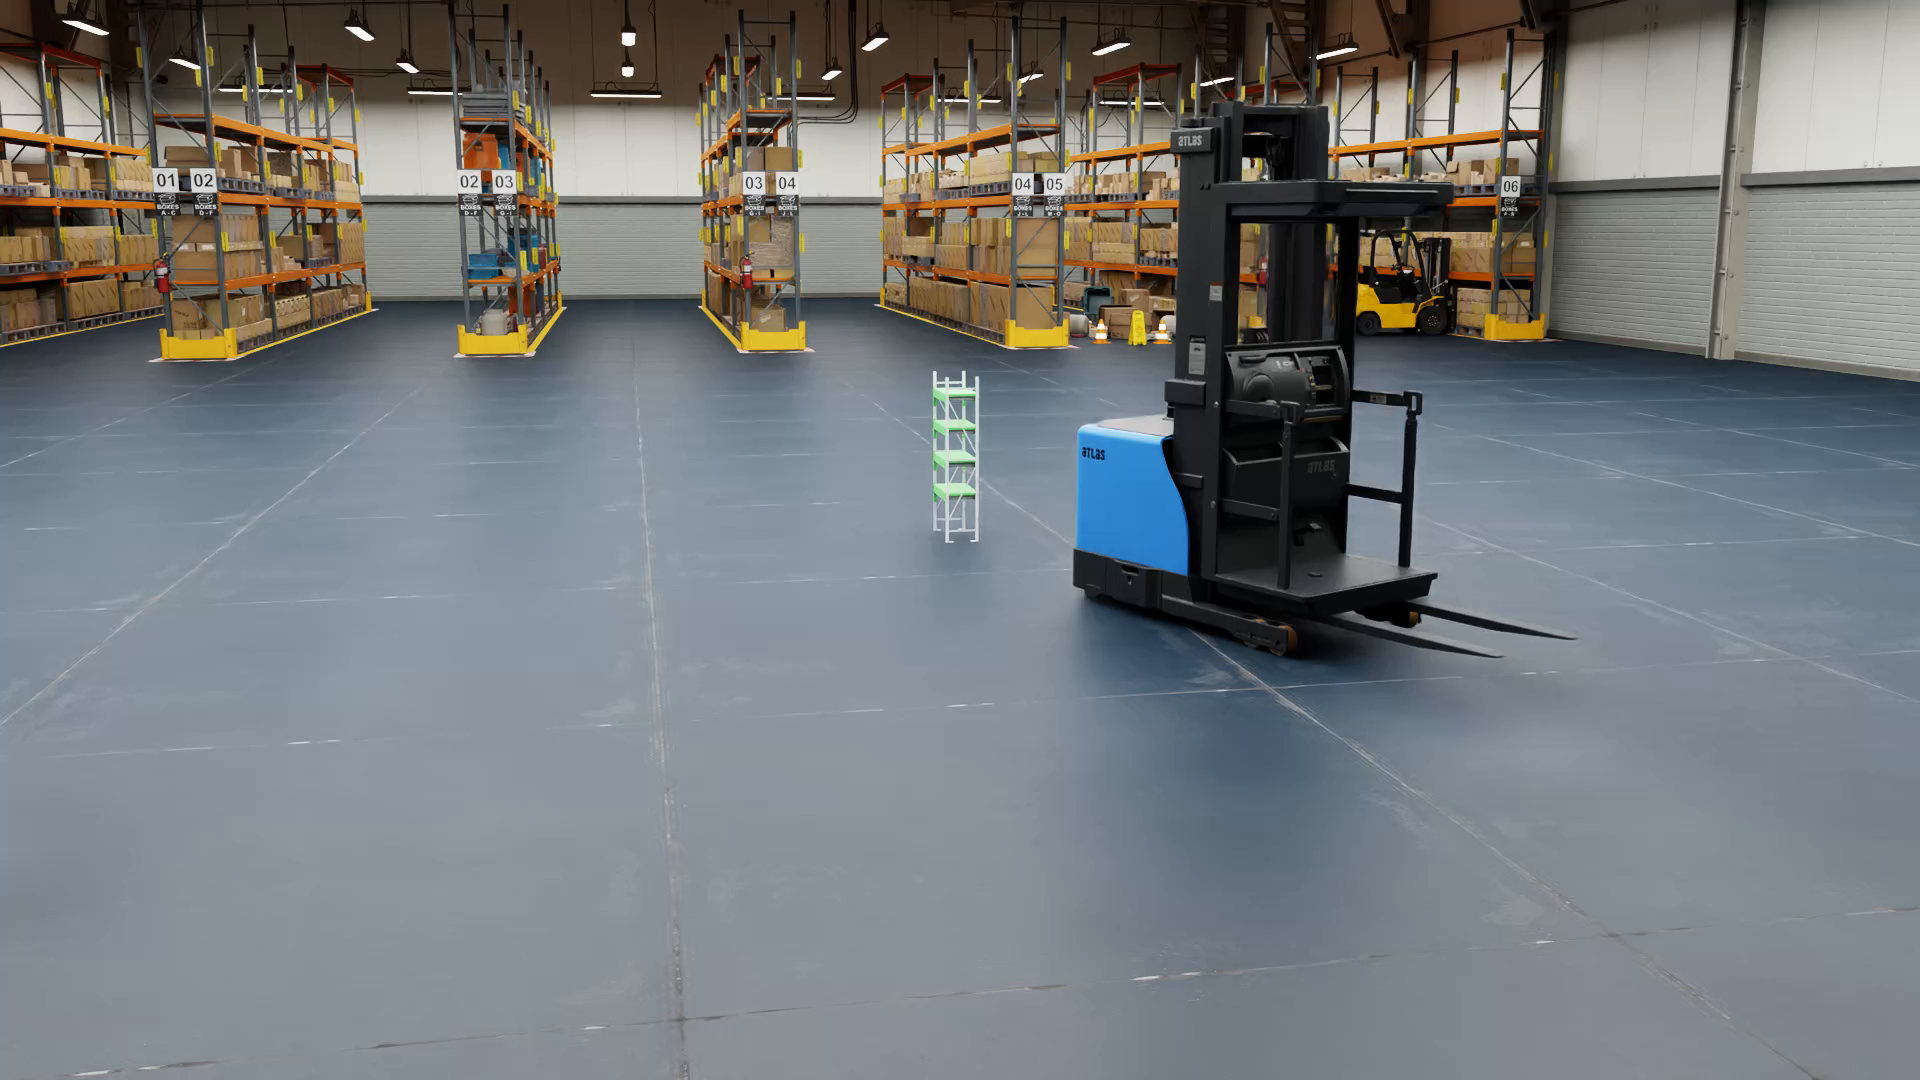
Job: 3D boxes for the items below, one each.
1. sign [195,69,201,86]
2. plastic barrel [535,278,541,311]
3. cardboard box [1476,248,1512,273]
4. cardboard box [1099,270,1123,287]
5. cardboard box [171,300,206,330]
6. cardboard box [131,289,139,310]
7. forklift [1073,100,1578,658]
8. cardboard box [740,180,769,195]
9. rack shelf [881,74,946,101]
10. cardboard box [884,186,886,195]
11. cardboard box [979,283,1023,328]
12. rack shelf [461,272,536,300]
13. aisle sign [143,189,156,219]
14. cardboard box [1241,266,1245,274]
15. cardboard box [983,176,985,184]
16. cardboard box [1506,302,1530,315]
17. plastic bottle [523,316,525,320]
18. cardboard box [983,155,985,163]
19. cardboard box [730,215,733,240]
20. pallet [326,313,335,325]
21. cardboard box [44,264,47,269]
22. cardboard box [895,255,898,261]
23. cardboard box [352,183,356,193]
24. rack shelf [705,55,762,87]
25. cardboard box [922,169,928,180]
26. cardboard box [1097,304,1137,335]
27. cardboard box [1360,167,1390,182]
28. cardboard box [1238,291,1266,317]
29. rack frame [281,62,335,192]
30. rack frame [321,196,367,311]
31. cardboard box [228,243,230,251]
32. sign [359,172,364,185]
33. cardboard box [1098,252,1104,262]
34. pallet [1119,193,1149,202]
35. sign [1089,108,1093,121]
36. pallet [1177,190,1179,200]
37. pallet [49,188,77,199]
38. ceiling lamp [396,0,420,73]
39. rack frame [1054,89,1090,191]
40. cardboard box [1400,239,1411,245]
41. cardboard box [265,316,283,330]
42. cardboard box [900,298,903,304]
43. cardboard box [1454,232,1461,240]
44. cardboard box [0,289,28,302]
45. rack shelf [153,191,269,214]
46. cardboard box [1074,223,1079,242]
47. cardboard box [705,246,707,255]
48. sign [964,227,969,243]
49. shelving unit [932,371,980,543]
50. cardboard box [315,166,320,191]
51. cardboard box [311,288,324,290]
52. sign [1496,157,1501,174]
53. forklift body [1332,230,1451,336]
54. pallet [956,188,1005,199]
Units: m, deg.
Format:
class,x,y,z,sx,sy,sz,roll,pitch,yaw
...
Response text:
class,x,y,z,sx,sy,sz,roll,pitch,yaw
sign,-14.460,-8.788,31.591,0.100,0.325,0.005,-2,11,-11
plastic barrel,-10.400,-5.957,39.960,0.600,0.901,0.708,-2,11,-11
cardboard box,10.802,-5.662,33.656,0.500,0.500,0.500,-2,11,-12
cardboard box,4.152,-6.604,43.430,0.875,0.875,0.875,-2,11,-9
cardboard box,-13.548,-3.943,29.115,0.500,0.500,0.500,-2,11,-11
cardboard box,-20.484,-5.863,40.540,0.700,0.500,0.500,-2,11,-12
forklift,1.974,-0.921,9.196,1.130,2.935,3.031,-8,13,-35
cardboard box,-3.777,-6.470,30.546,0.500,0.250,0.500,-2,11,-10
rack shelf,-1.272,-11.947,43.932,1.077,0.370,4.000,-2,11,-11
cardboard box,-1.829,-9.641,45.869,0.500,0.250,0.500,-2,11,-10
cardboard box,0.906,-4.766,33.773,0.875,0.875,0.875,-2,11,-11
rack shelf,-8.681,-4.824,31.444,1.077,0.370,4.000,-2,11,-11
aisle sign,-20.842,-8.686,42.858,0.394,0.787,0.004,-2,11,-11
cardboard box,5.817,-5.379,33.107,0.380,0.149,0.250,-2,11,-12
cardboard box,0.660,-7.179,33.153,0.380,0.149,0.250,-2,11,-11
cardboard box,11.267,-4.727,33.905,0.500,0.250,0.500,-2,11,-10
plastic bottle,-8.562,-4.257,32.449,0.144,0.351,0.185,-2,11,-11
cardboard box,0.659,-7.571,33.079,0.380,0.149,0.250,-2,11,-11
cardboard box,-4.374,-6.319,33.638,0.500,0.500,0.500,-2,11,-11
pallet,-15.050,-5.090,38.376,1.003,0.211,1.213,-2,11,-11
cardboard box,-19.403,-5.873,35.649,0.380,0.149,0.250,-2,11,-12
cardboard box,-1.543,-7.558,44.556,0.380,0.149,0.250,-2,11,-10
cardboard box,-15.816,-9.035,42.683,0.500,0.250,0.500,-2,11,-11
rack shelf,-5.379,-11.051,39.228,1.077,0.370,4.000,-2,11,-11
cardboard box,-0.709,-8.819,40.170,0.396,0.266,0.258,-2,11,-11
cardboard box,3.272,-4.593,34.619,0.797,0.637,0.503,-2,11,-11
cardboard box,9.699,-8.449,38.887,0.500,0.500,0.500,-2,11,-10
cardboard box,5.875,-4.713,33.159,0.500,0.500,0.500,-2,11,-11
rack frame,-15.486,-9.779,39.509,1.000,3.000,0.127,-2,11,-11
rack frame,-16.264,-7.566,43.925,1.000,3.000,0.127,-2,11,-11
cardboard box,-13.118,-5.173,29.351,0.380,0.149,0.250,-2,11,-11
sign,-15.716,-9.491,43.648,0.100,0.325,0.005,-2,11,-11
cardboard box,3.882,-7.293,42.894,0.500,0.250,0.500,-2,11,-12
pallet,4.554,-8.315,40.346,1.213,0.211,1.003,-2,11,-8
sign,3.404,-11.020,43.107,0.100,0.325,0.005,-2,11,-11
pallet,5.493,-7.583,36.496,1.213,0.211,1.003,-2,11,-11
pallet,-19.743,-7.415,35.613,1.213,0.211,1.003,-2,11,-8
ceiling lamp,-12.672,-12.591,38.672,0.800,3.185,2.000,-2,11,-11
rack frame,3.175,-11.233,47.146,1.000,3.000,0.127,-2,11,-11
cardboard box,10.093,-6.688,37.313,0.380,0.149,0.250,-2,11,-9
cardboard box,-13.765,-4.304,33.015,0.500,0.250,0.500,-2,11,-12
cardboard box,-1.377,-6.316,43.858,0.380,0.149,0.250,-2,11,-13
cardboard box,10.532,-6.335,34.659,0.380,0.149,0.250,-2,11,-10
cardboard box,-19.221,-4.943,33.649,0.500,0.250,0.500,-2,11,-11
rack shelf,-13.541,-6.118,30.221,1.077,0.370,4.000,-2,11,-11
cardboard box,3.391,-8.355,45.131,0.500,0.500,0.500,-2,11,-10
cardboard box,-6.516,-7.713,44.301,0.500,0.250,0.500,-2,11,-13
sign,0.143,-6.395,34.887,0.100,0.325,0.005,-2,11,-11
shelving unit,-0.032,-0.620,12.244,0.258,1.200,0.503,-2,11,-11
cardboard box,-15.460,-8.515,39.232,0.600,0.600,0.600,-3,11,-16
cardboard box,-15.875,-5.915,40.758,0.500,0.500,0.500,-2,11,-11
sign,10.620,-7.385,32.795,0.100,0.325,0.005,-2,11,-11
forklift body,8.997,-5.397,34.800,2.313,2.155,1.214,-2,11,-11
pallet,0.446,-7.432,35.712,0.805,0.209,1.217,-3,11,-13
